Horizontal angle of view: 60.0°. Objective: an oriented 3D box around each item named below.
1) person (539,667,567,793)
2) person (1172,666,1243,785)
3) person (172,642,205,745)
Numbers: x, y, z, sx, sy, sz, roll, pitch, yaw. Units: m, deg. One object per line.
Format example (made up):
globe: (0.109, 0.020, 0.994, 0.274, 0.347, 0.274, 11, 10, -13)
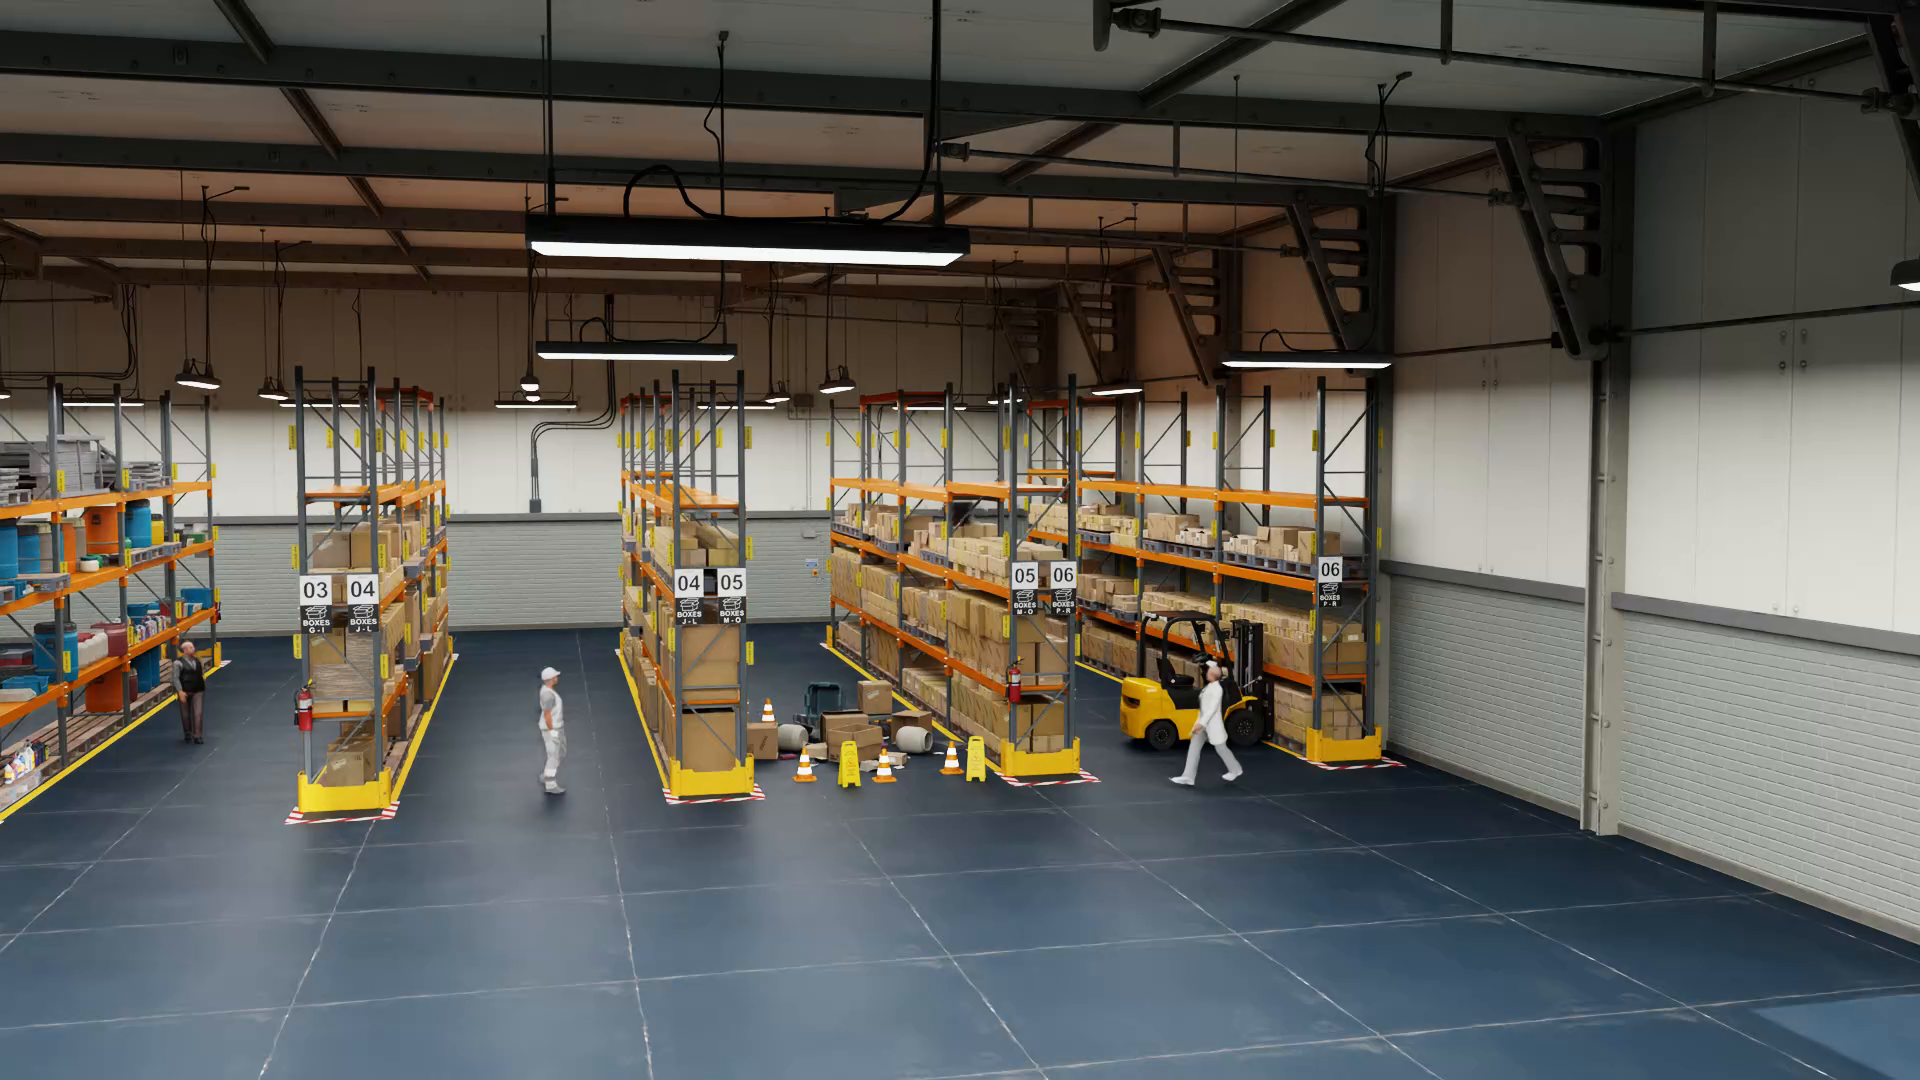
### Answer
person: (-5.830, 2.700, 23.711, 0.479, 1.791, 0.605, 0, 3, 2)
person: (3.630, 2.689, 24.170, 1.144, 1.730, 0.533, -2, 4, -34)
person: (-12.680, 2.560, 27.354, 0.485, 1.595, 0.997, -1, 4, -22)
